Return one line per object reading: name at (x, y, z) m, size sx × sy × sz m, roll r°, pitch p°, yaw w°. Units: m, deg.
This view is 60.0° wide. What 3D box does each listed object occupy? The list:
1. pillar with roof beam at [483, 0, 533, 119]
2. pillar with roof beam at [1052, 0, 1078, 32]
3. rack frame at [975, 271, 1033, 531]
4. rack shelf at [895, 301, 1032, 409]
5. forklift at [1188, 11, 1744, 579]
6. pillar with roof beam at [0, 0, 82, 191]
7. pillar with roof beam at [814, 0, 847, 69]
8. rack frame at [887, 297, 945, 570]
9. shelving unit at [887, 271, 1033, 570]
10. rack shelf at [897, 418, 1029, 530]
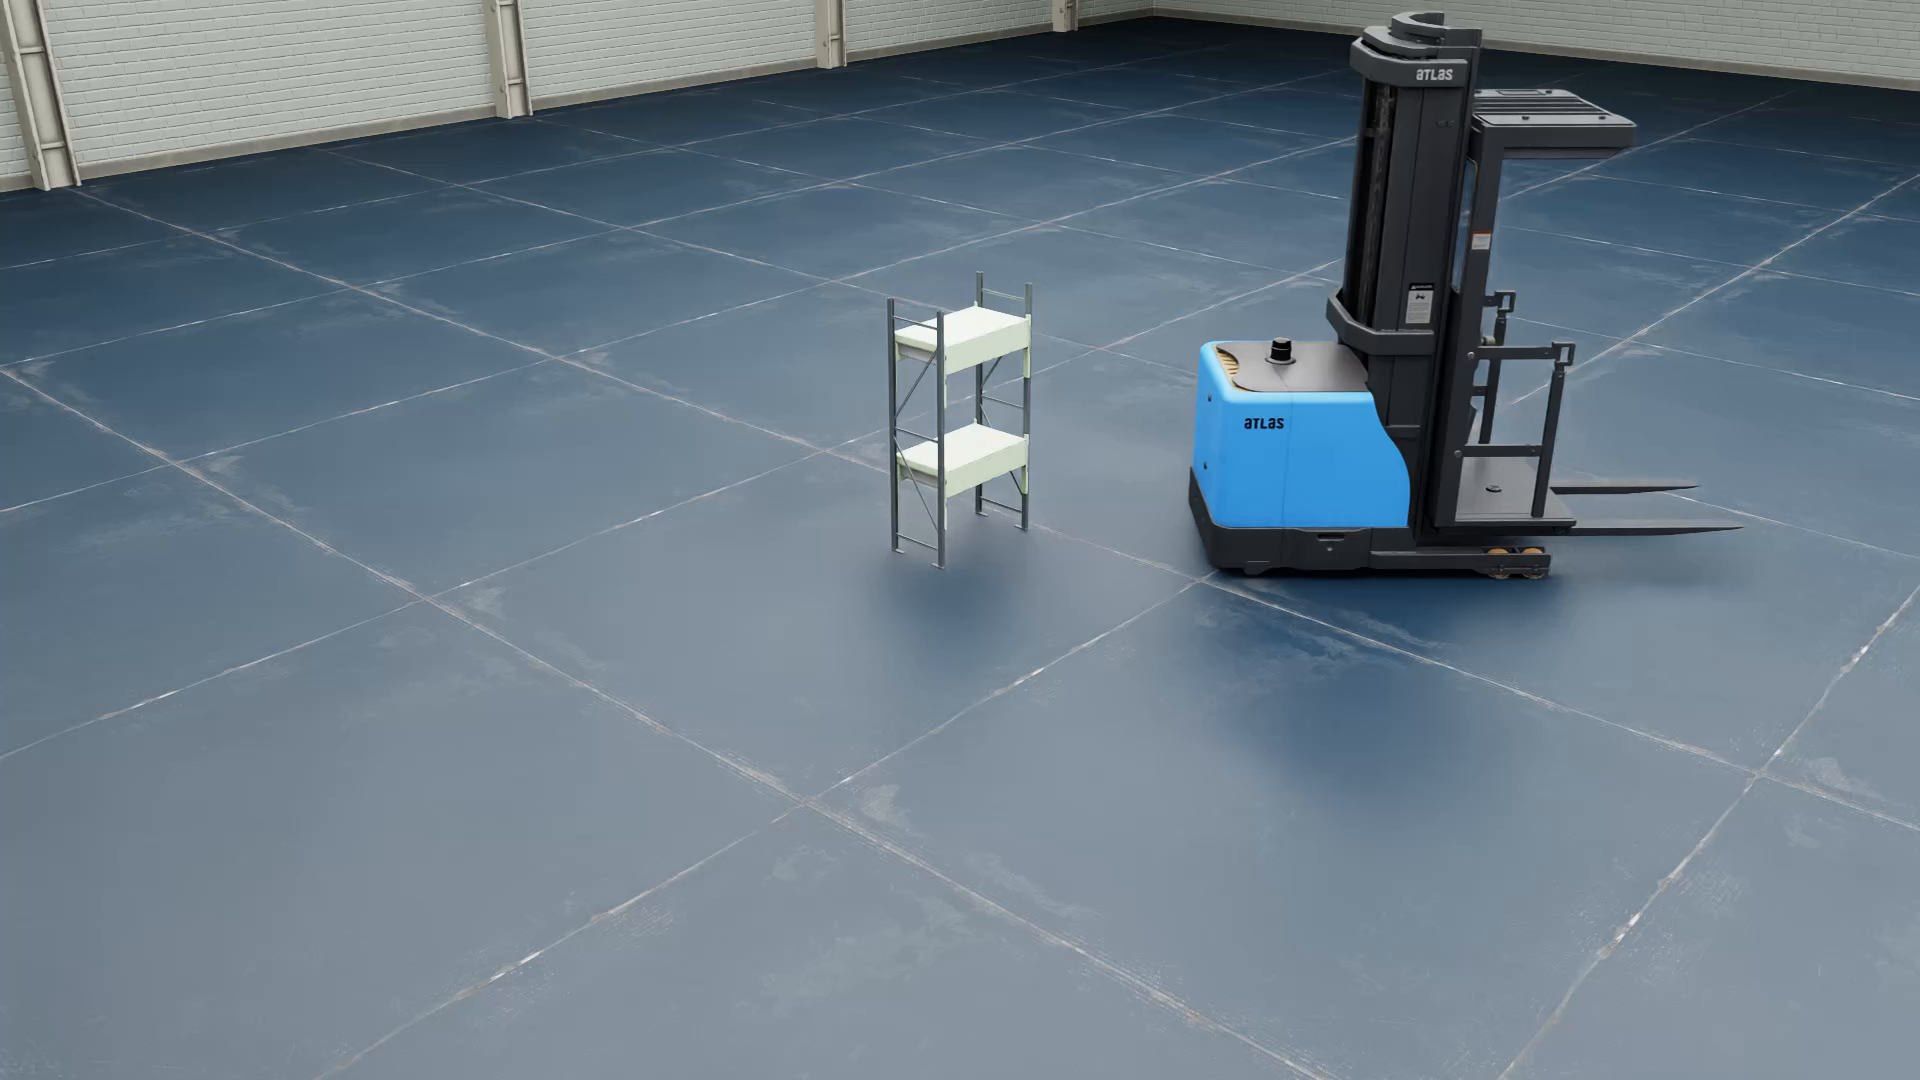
pillar with roof beam at (-2.864, -8.714, 18.186) m, size 9.100 × 9.000 × 0.400 m, roll 20°, pitch 31°, yaw 38°
pillar with roof beam at (5.145, -12.370, 26.340) m, size 9.100 × 9.000 × 0.400 m, roll 20°, pitch 31°, yaw 38°
rack frame at (0.249, -0.798, 9.696) m, size 0.400 × 1.500 × 0.023 m, roll 20°, pitch 31°, yaw 38°
rack shelf at (0.004, -1.042, 9.288) m, size 0.431 × 0.370 × 0.720 m, roll 20°, pitch 31°, yaw 38°
forklift at (2.906, -1.338, 9.152) m, size 3.031 × 2.935 × 1.130 m, roll 0°, pitch 24°, yaw -1°
pillar with roof beam at (-6.869, -6.886, 14.109) m, size 9.100 × 9.000 × 0.400 m, roll 20°, pitch 31°, yaw 38°
pillar with roof beam at (1.140, -10.542, 22.263) m, size 9.100 × 9.000 × 0.400 m, roll 20°, pitch 31°, yaw 38°
rack frame at (-0.240, -0.575, 9.199) m, size 0.400 × 1.500 × 0.023 m, roll 20°, pitch 31°, yaw 38°
shelving unit at (0.004, -0.686, 9.448) m, size 0.431 × 1.500 × 0.755 m, roll 20°, pitch 31°, yaw 38°
rack shelf at (0.004, -0.389, 9.581) m, size 0.431 × 0.370 × 0.720 m, roll 20°, pitch 31°, yaw 38°
